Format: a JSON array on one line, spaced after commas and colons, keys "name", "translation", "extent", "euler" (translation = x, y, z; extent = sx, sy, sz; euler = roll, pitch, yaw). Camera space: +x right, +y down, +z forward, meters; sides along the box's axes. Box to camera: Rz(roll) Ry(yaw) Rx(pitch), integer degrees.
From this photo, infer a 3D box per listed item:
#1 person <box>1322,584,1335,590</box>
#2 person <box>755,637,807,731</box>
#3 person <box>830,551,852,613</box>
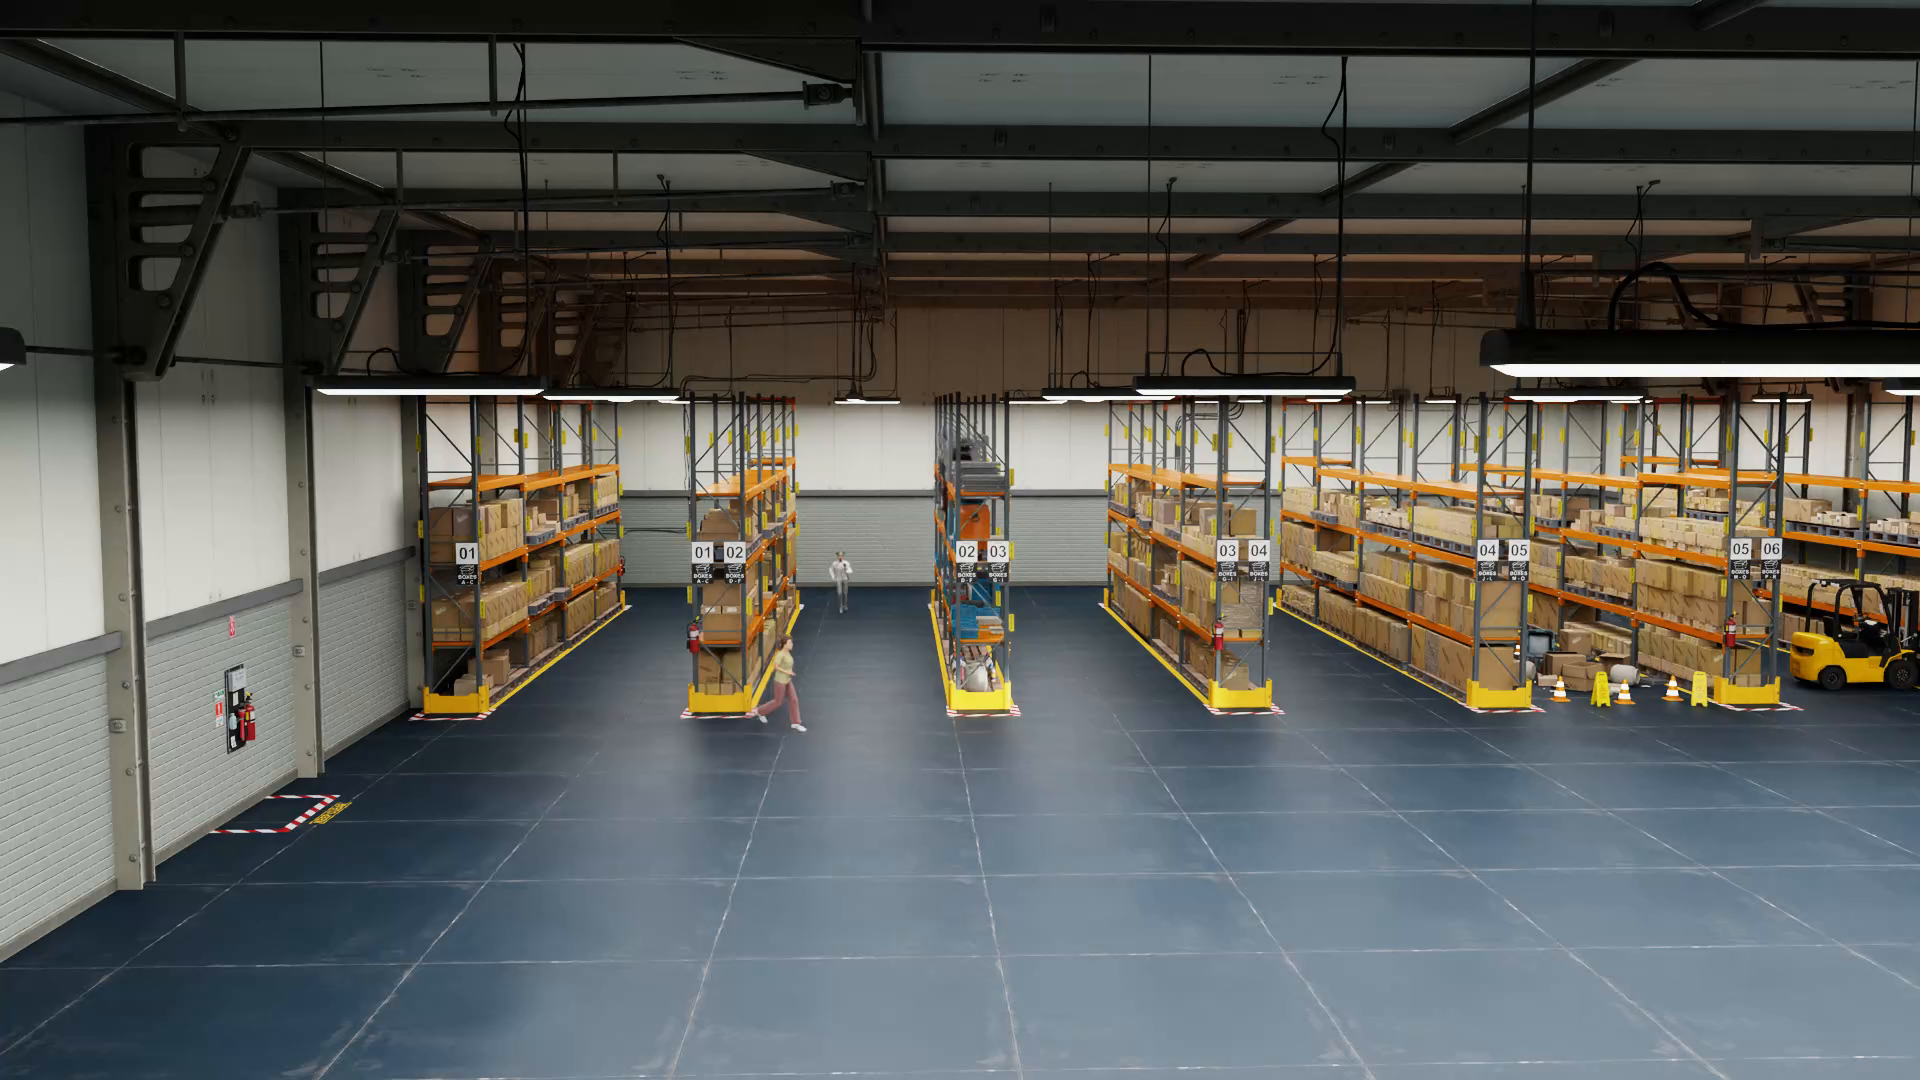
[{"name": "person", "translation": [11.029, 0.851, 49.687], "extent": [0.691, 1.778, 0.641], "euler": [-2, 5, -29]}, {"name": "person", "translation": [-3.167, 2.533, 29.469], "extent": [0.999, 1.665, 0.599], "euler": [1, 5, 17]}, {"name": "person", "translation": [-3.316, 1.175, 46.427], "extent": [0.619, 1.760, 0.726], "euler": [-1, 5, -9]}]
